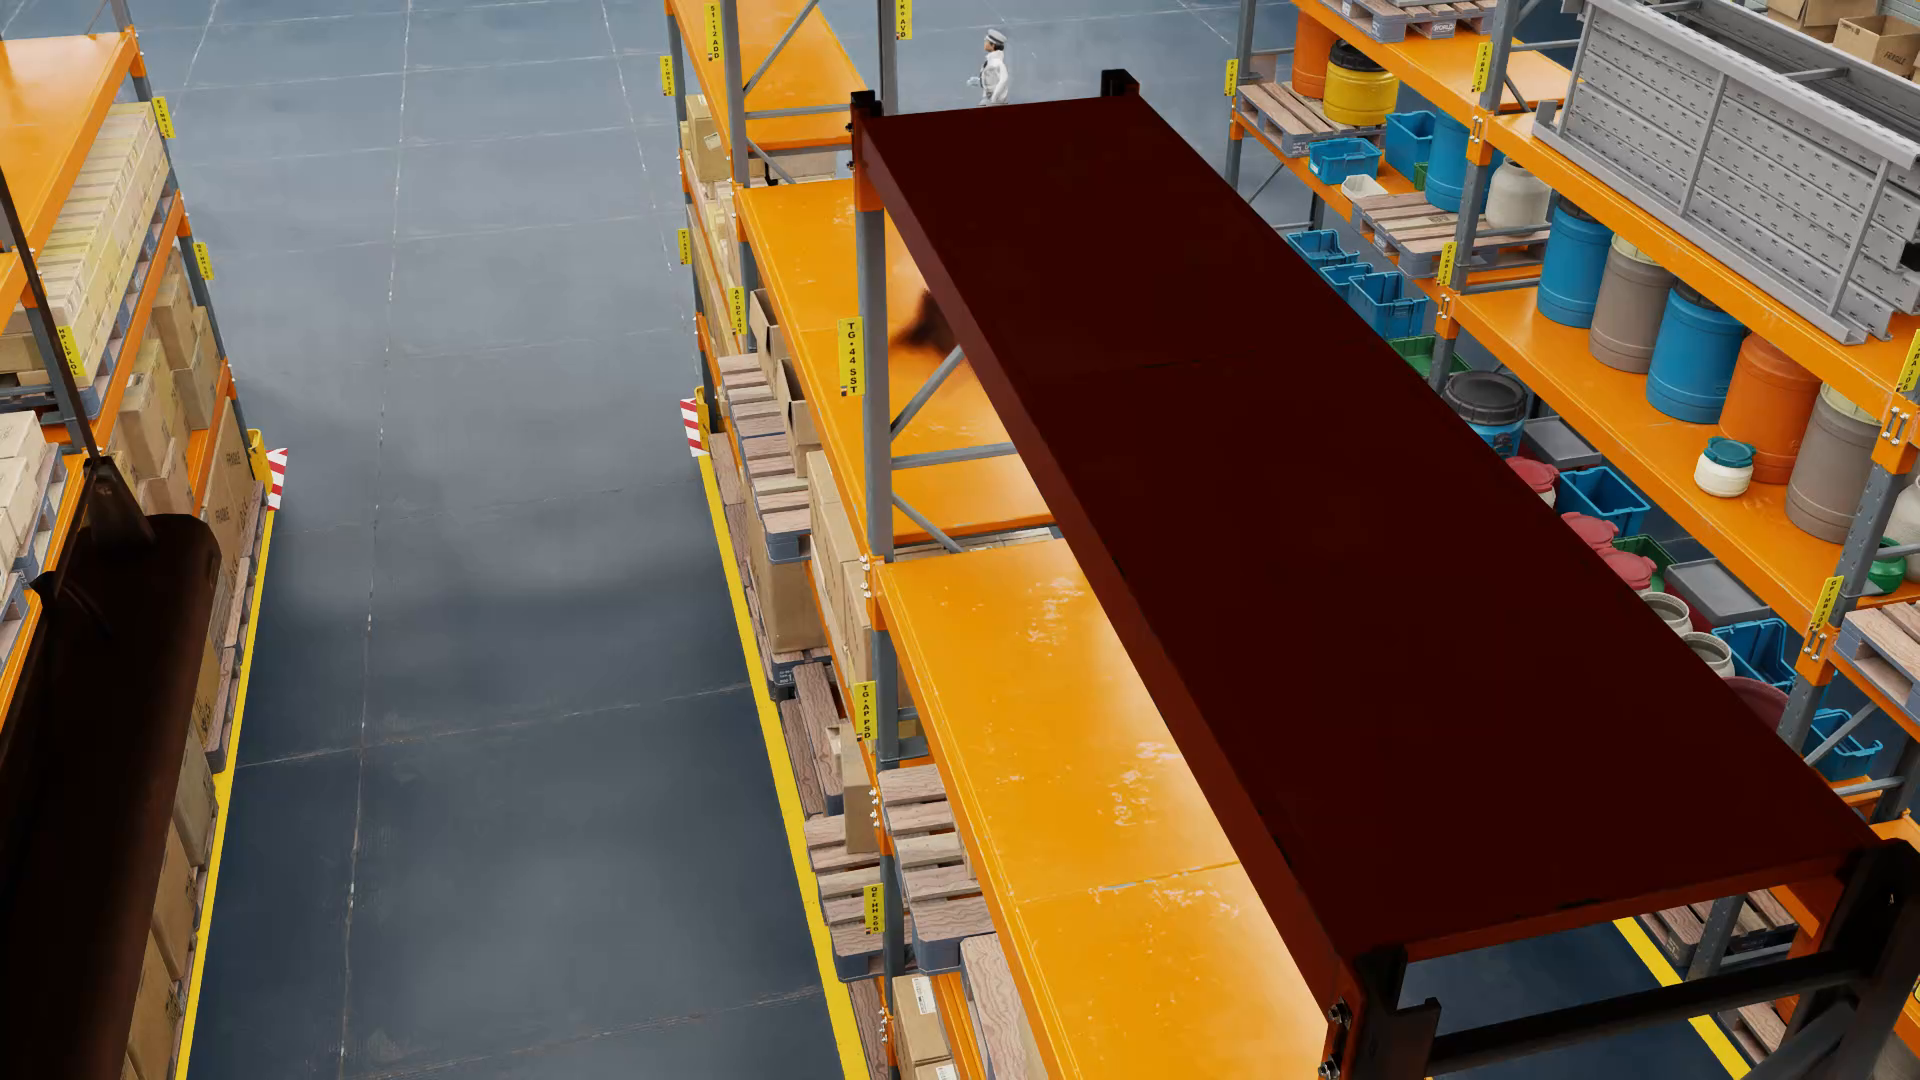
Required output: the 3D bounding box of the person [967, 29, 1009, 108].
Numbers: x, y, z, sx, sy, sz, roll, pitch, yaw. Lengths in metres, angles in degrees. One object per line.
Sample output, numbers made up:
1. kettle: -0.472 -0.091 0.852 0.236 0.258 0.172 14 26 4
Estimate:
1. person: 0.376 -5.482 20.609 0.618 1.671 0.635 6 35 9
